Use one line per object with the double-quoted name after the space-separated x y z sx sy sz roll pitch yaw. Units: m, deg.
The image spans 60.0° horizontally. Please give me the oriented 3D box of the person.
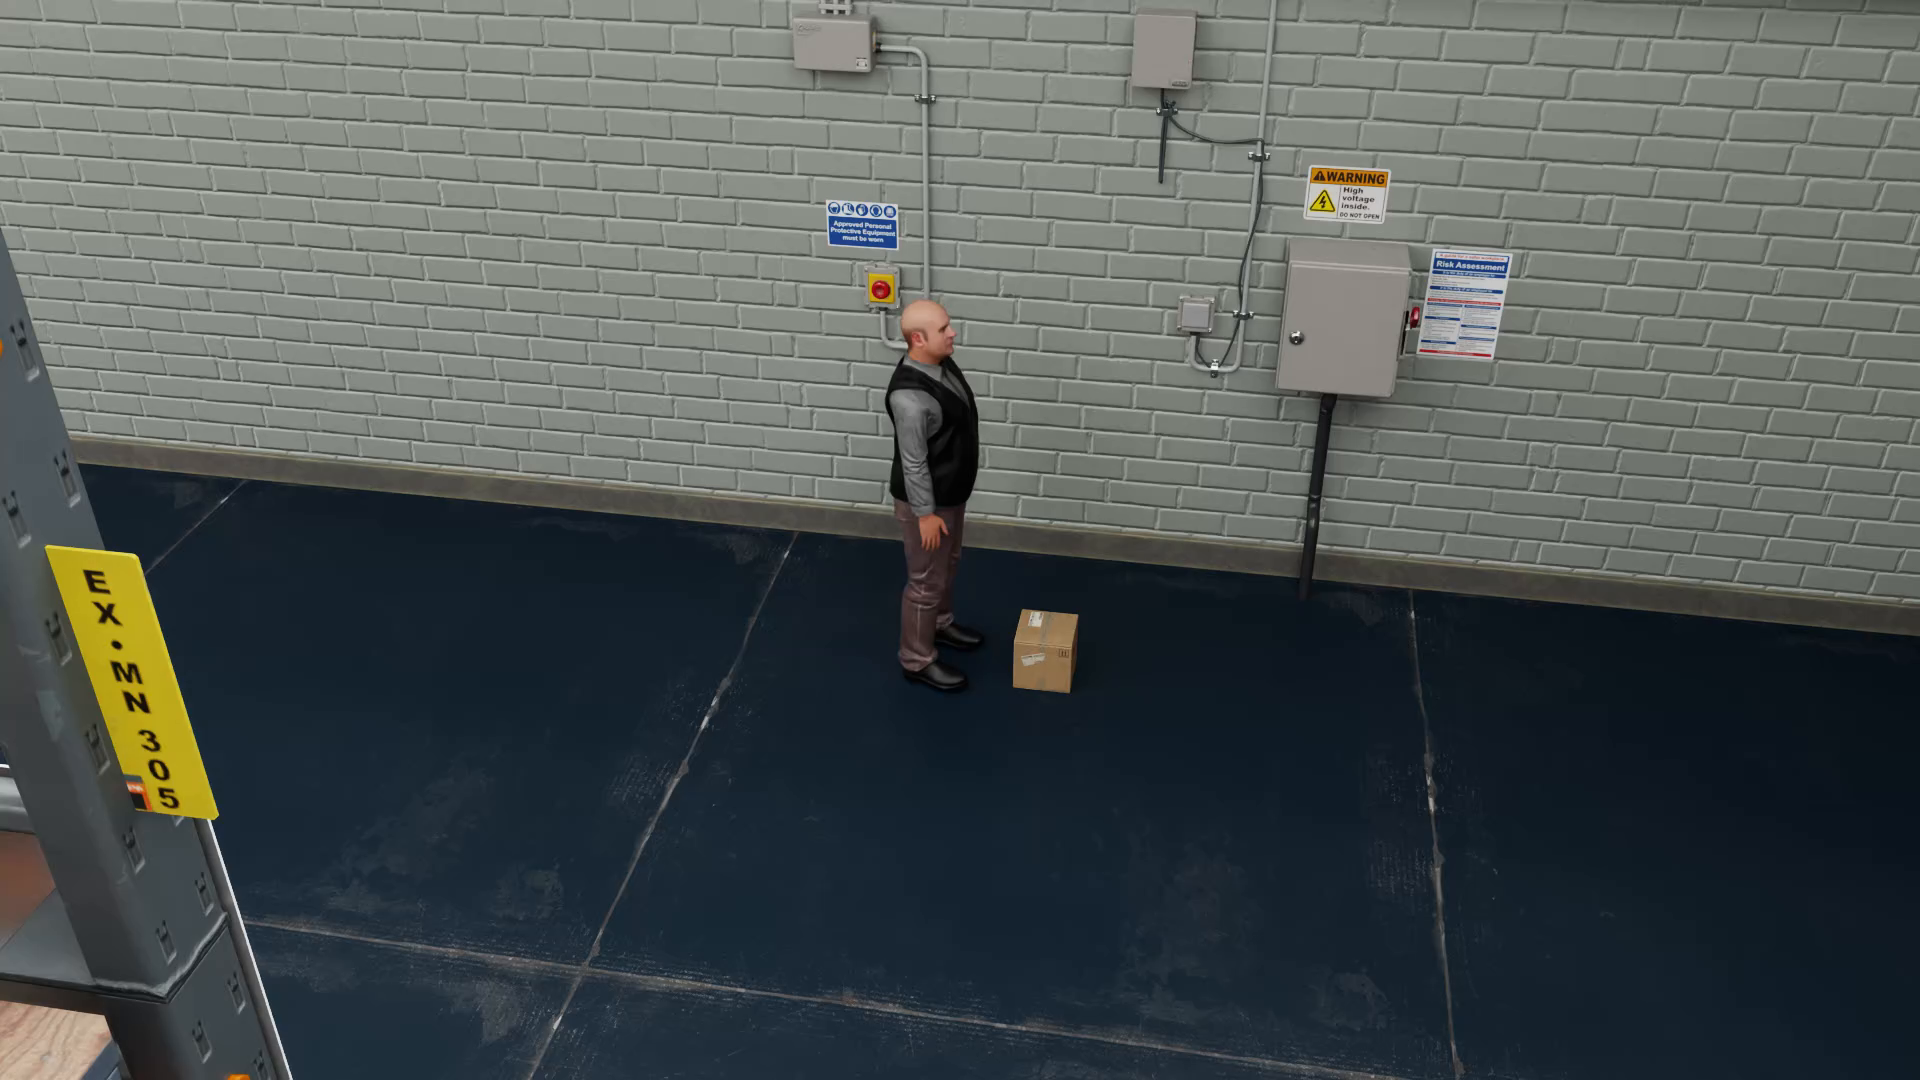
-0.098 -0.196 6.930 0.374 1.722 0.548 5 33 8 "person"
